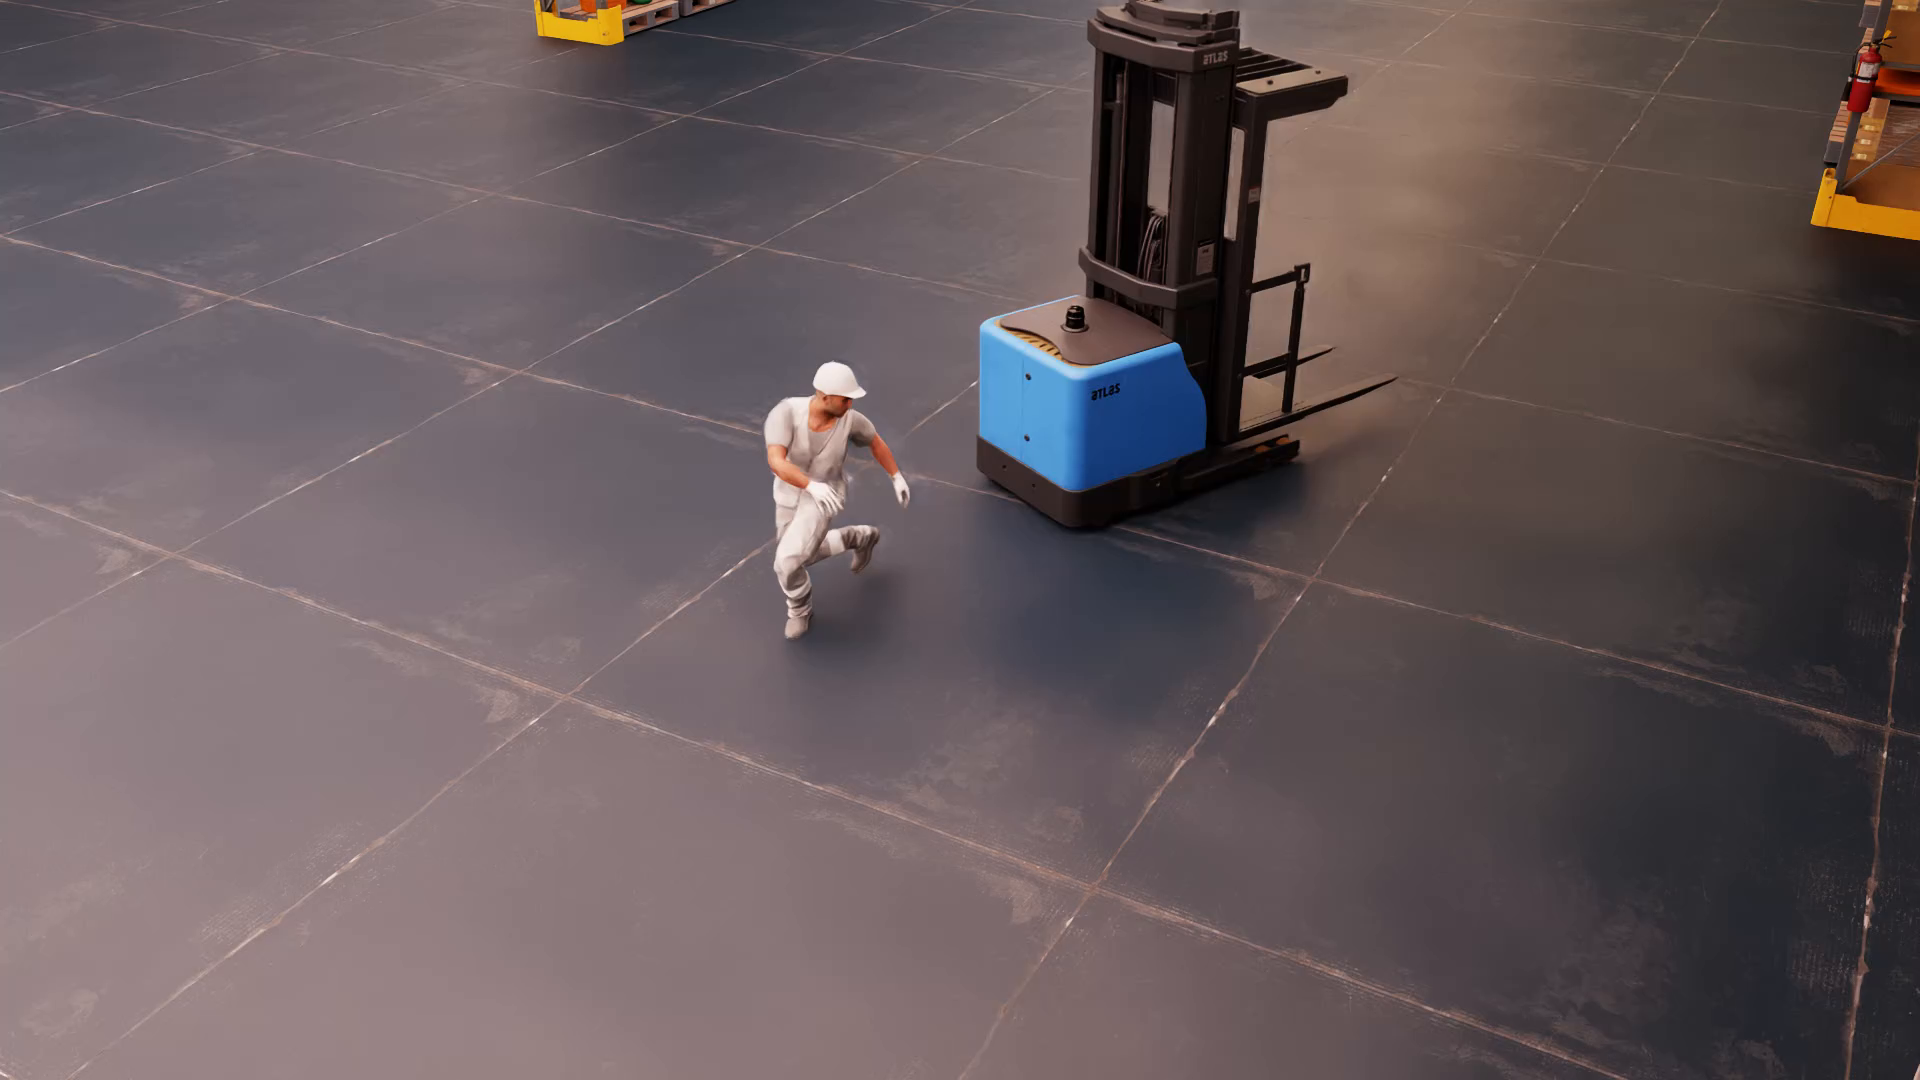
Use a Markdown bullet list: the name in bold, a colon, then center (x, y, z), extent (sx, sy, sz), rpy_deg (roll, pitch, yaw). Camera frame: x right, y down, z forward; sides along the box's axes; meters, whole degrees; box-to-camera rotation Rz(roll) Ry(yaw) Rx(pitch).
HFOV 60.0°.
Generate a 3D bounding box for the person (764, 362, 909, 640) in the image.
- **person**: center (-0.692, -0.278, 9.000), extent (0.670, 1.540, 0.928), rpy_deg (11, 32, 18)

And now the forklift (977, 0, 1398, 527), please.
- **forklift**: center (1.605, -1.912, 10.383), extent (3.031, 2.935, 1.130), rpy_deg (-19, 35, -30)
